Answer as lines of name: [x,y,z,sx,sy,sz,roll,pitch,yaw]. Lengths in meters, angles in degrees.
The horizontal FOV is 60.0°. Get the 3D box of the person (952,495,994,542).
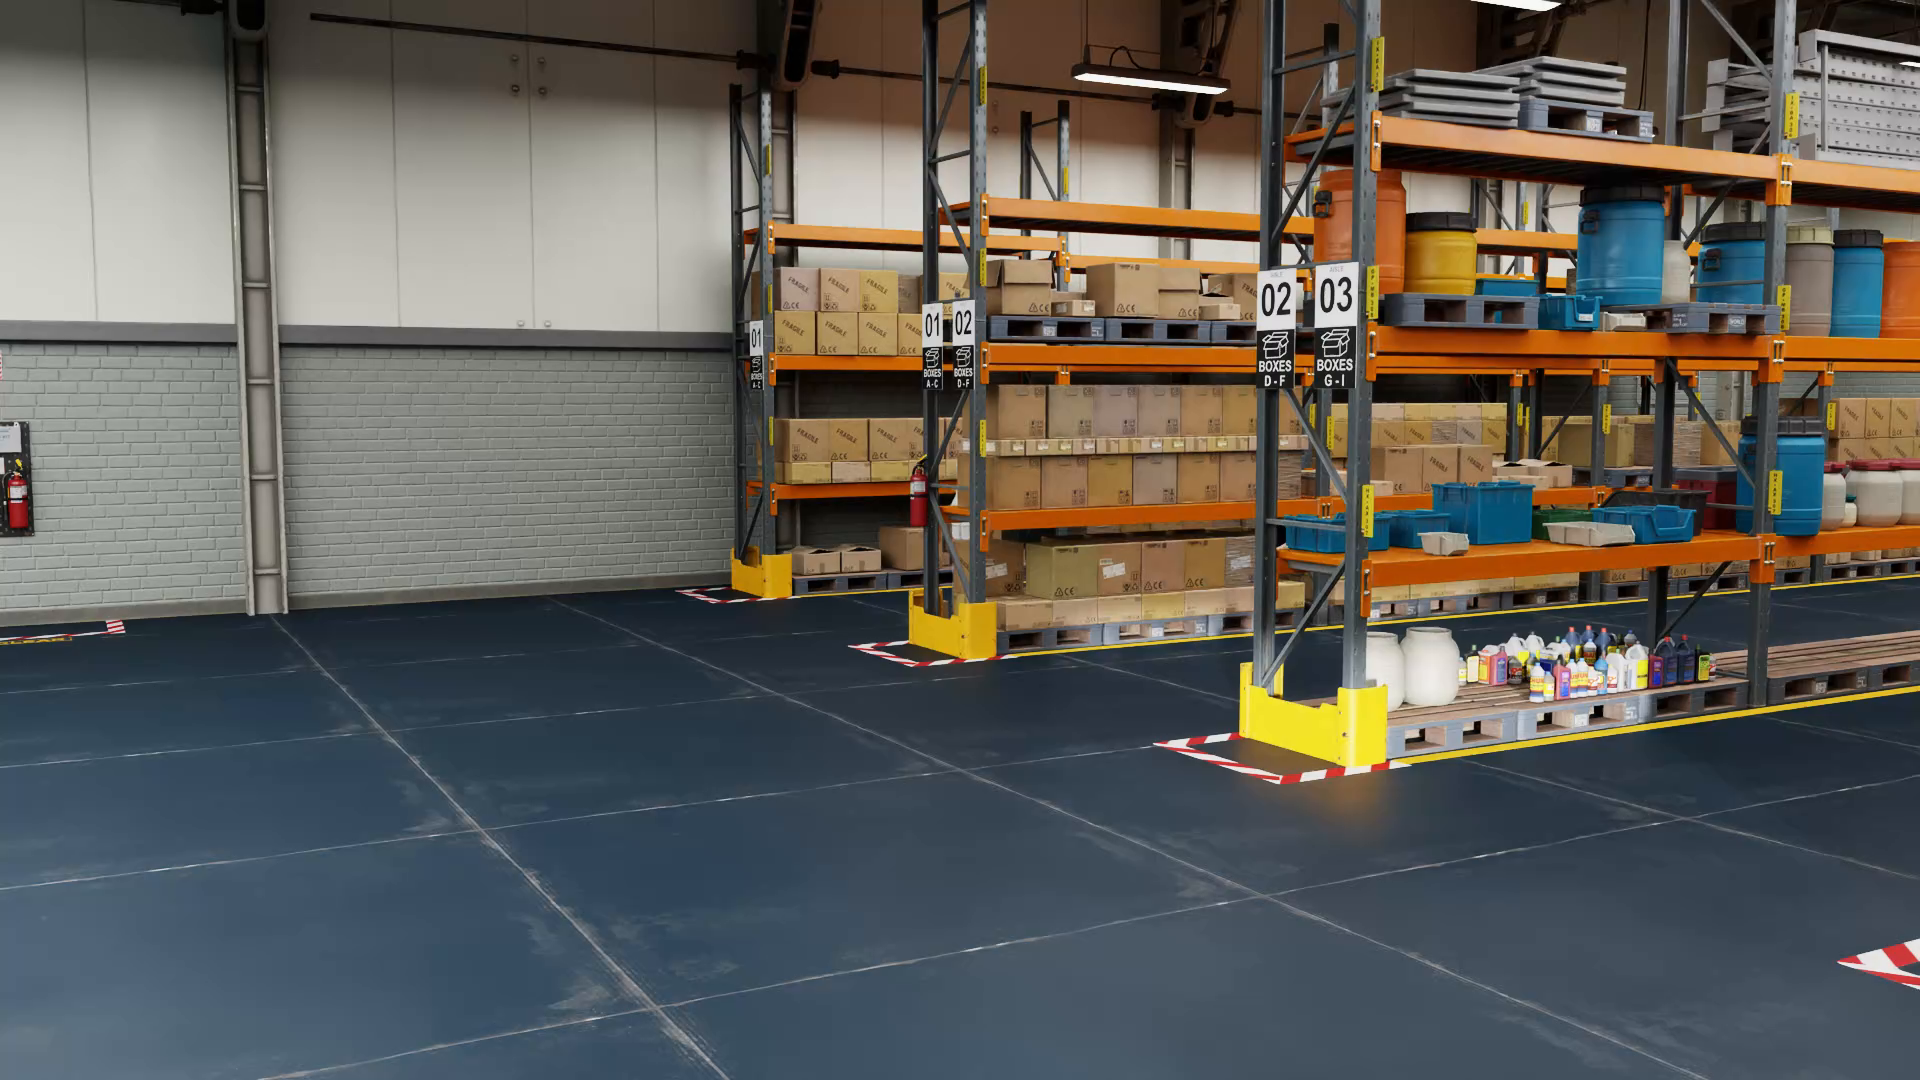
person: [0.116,0.025,17.211,0.503,1.683,0.495,-5,7,-44]
